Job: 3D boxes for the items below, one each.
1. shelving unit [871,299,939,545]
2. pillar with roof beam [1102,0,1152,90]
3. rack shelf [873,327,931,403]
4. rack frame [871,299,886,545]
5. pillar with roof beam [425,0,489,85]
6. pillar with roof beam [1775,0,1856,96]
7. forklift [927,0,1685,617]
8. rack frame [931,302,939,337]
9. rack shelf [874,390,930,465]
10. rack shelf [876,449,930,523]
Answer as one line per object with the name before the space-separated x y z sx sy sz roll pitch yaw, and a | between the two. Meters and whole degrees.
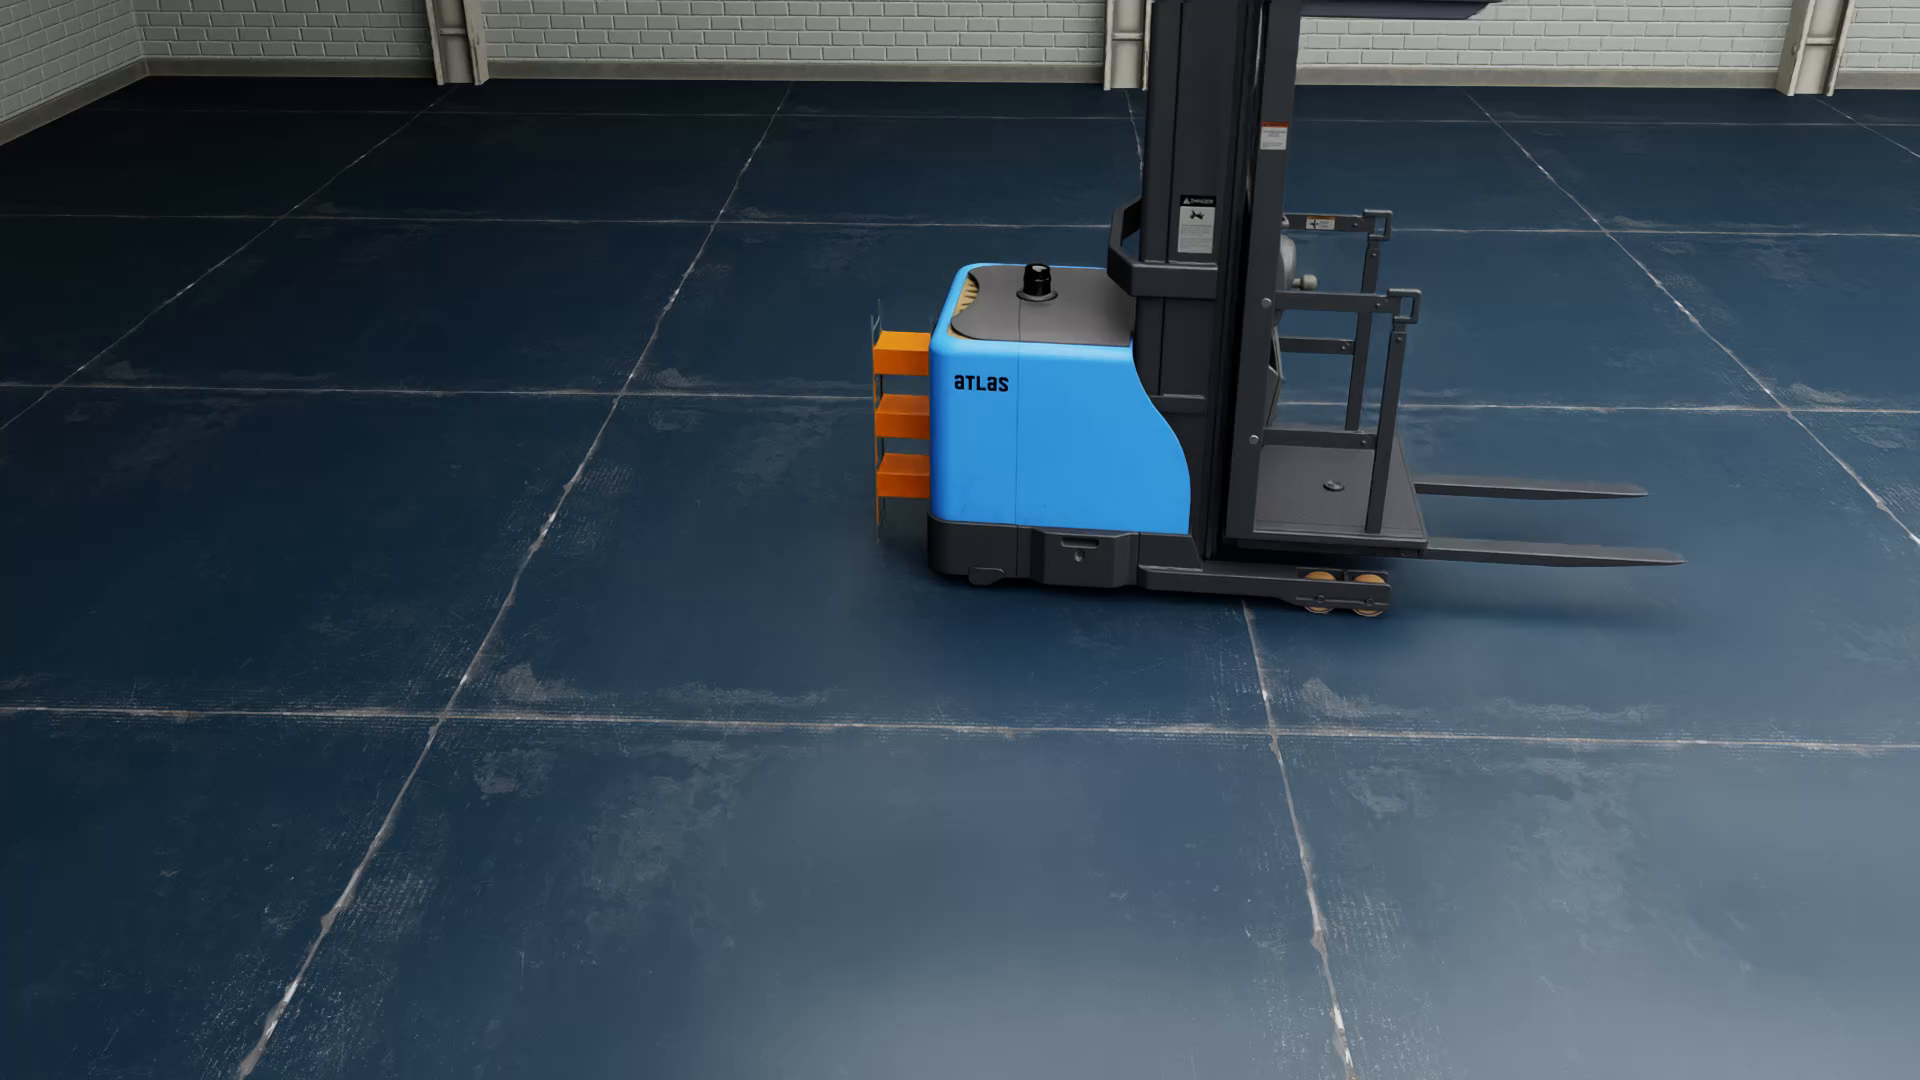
shelving unit | -0.224 -0.481 7.037 0.252 1.050 0.215 3 28 6
pillar with roof beam | 1.329 -6.036 9.029 0.400 9.000 9.100 1 28 2
rack shelf | -0.224 -0.723 6.909 0.240 0.259 0.215 3 28 6
rack frame | -0.345 -0.488 7.050 0.008 1.050 0.200 3 28 6
pillar with roof beam | -4.667 -6.135 9.216 0.400 9.000 9.100 1 28 2
pillar with roof beam | 7.326 -5.937 8.842 0.400 9.000 9.100 1 28 2
forklift | 1.421 -1.253 6.484 3.031 2.935 1.130 3 28 6
rack frame | -0.103 -0.474 7.023 0.008 1.050 0.200 3 28 6
rack shelf | -0.224 -0.472 7.042 0.240 0.259 0.215 3 28 6
rack shelf | -0.224 -0.226 7.172 0.240 0.259 0.215 3 28 6
